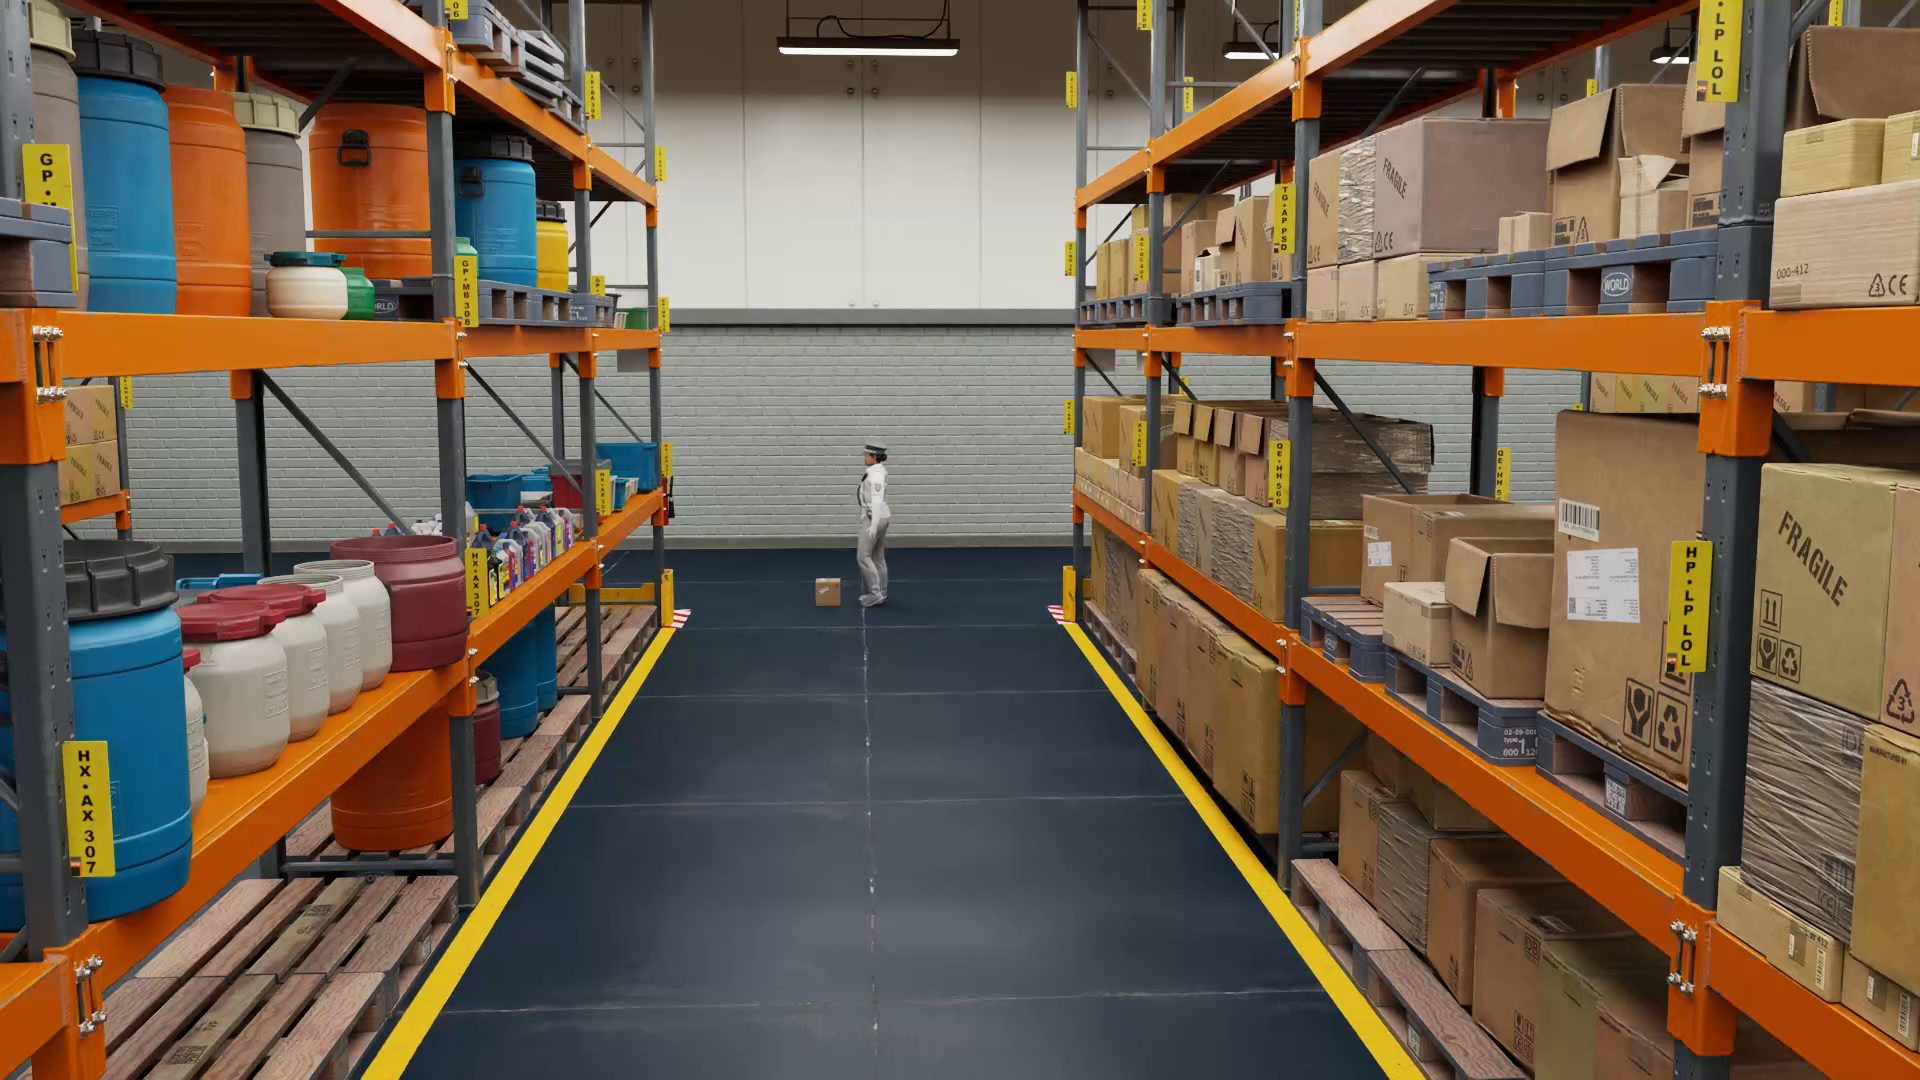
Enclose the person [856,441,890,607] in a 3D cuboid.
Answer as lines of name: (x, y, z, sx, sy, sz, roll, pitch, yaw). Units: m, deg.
person: (-0.885, -0.160, 17.110, 0.334, 1.712, 0.516, 0, 7, 4)
